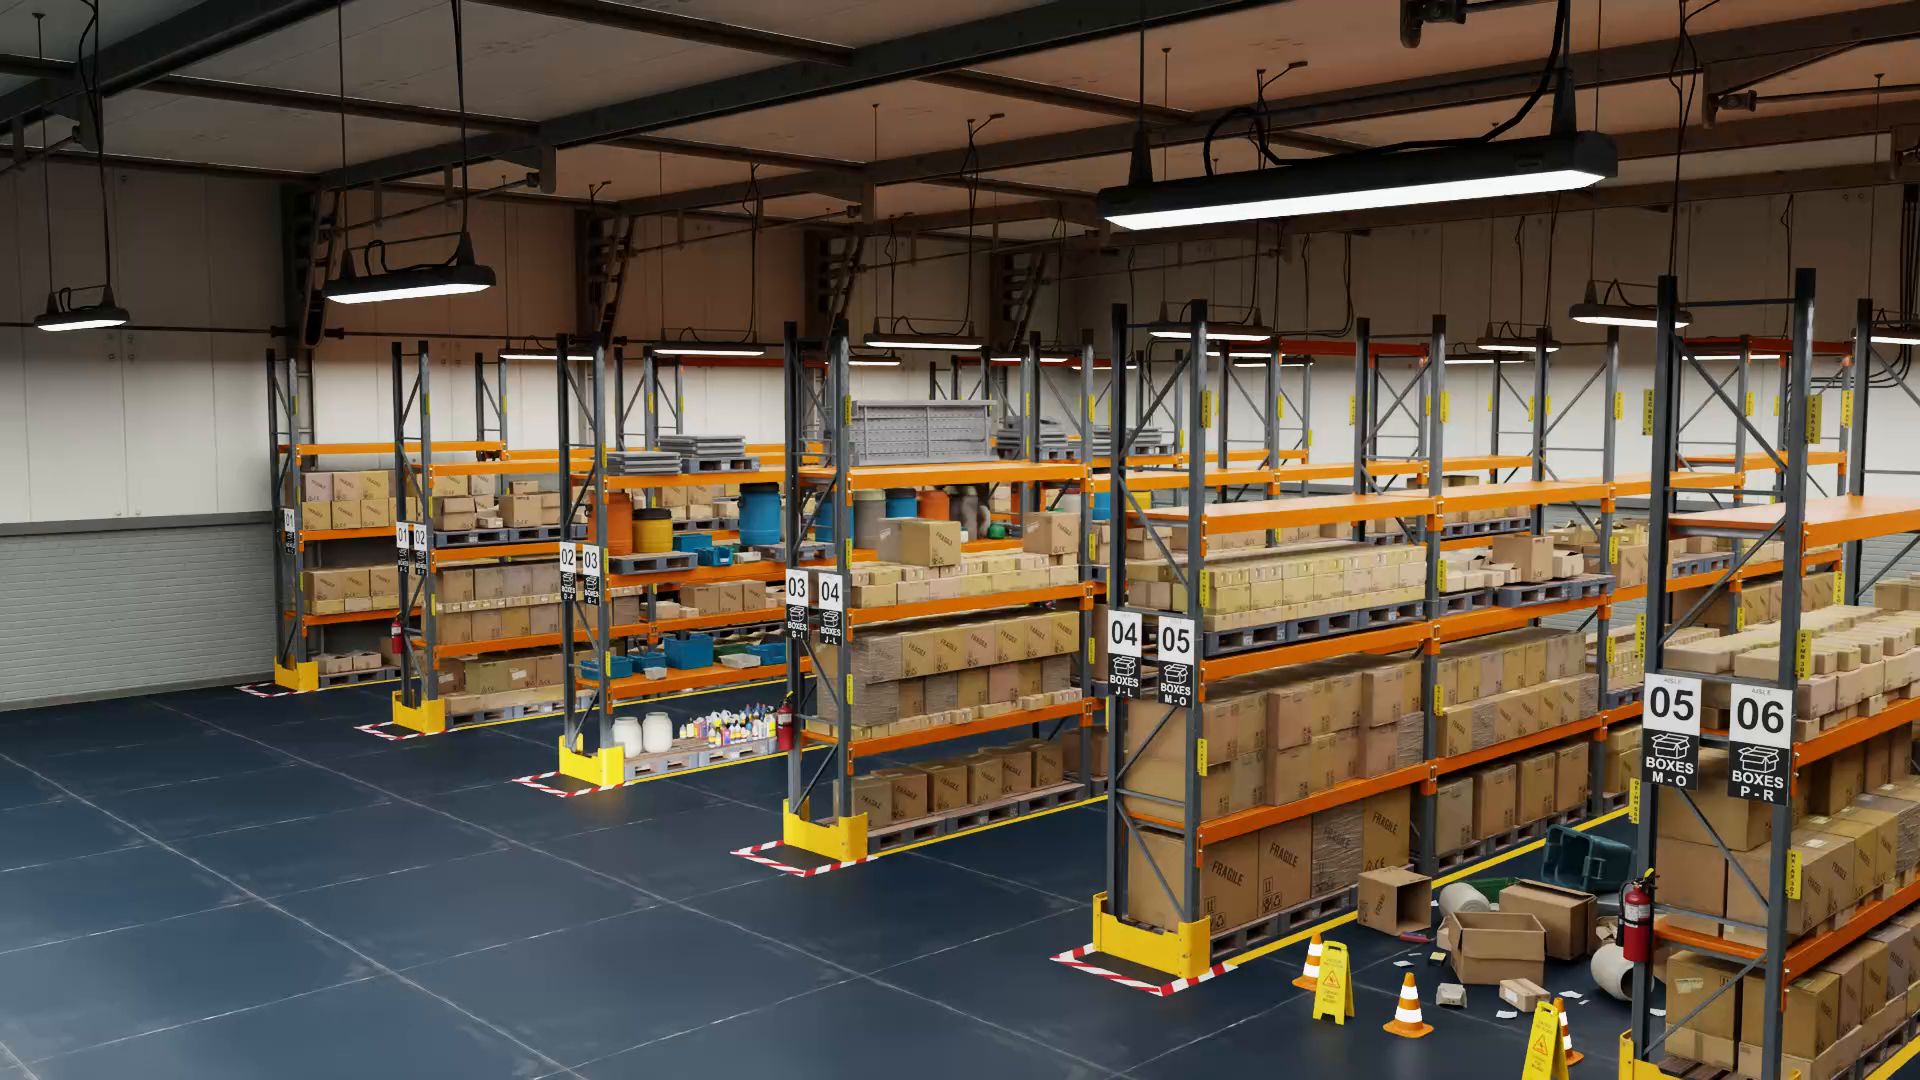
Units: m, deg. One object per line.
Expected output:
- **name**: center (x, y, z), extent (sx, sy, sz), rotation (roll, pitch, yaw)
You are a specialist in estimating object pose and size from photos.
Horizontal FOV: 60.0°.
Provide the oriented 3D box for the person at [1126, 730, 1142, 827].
- **person**: center (2.212, 2.794, 18.656), extent (1.082, 1.452, 0.569), rotation (-4, 6, -36)
